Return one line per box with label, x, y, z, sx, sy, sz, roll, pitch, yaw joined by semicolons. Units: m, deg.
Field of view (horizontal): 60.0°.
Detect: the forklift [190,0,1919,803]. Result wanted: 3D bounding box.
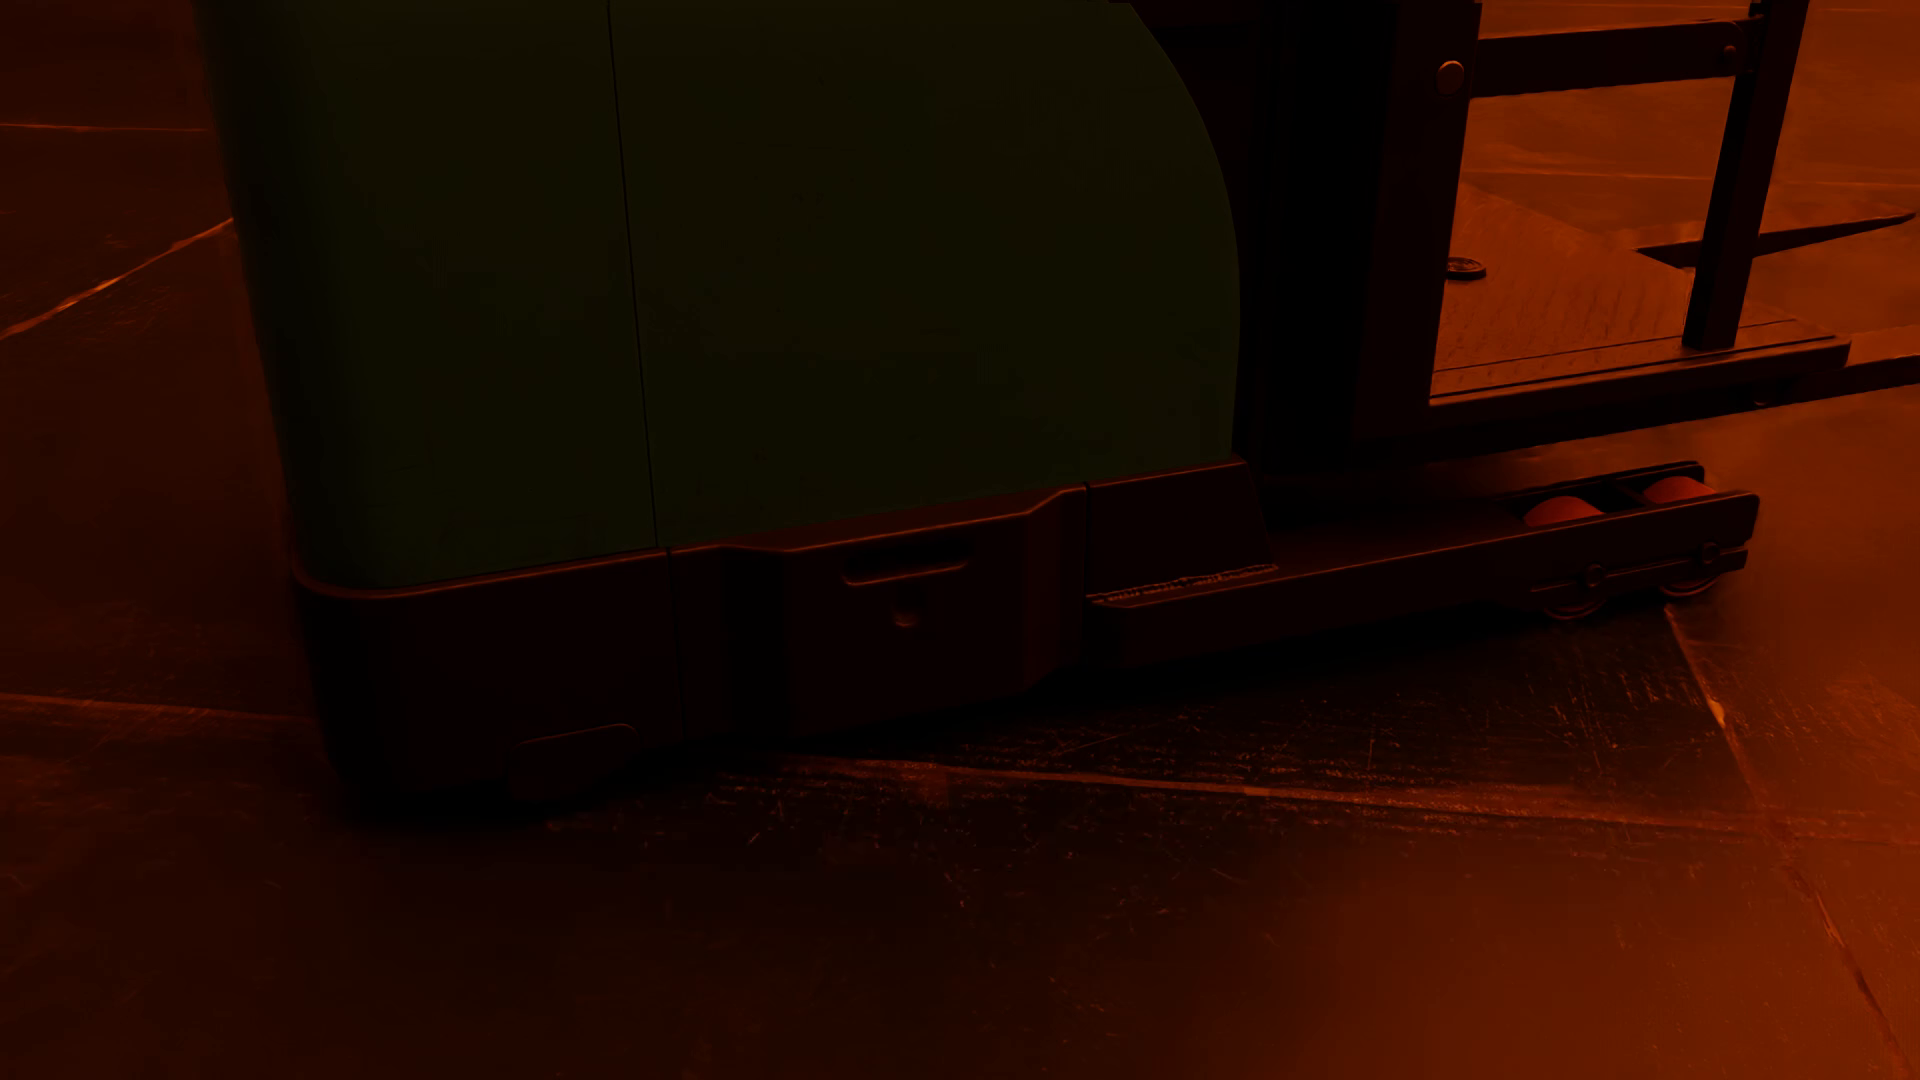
forklift;0.574;-1.413;2.049;3.031;2.935;1.130;-9;28;-18
